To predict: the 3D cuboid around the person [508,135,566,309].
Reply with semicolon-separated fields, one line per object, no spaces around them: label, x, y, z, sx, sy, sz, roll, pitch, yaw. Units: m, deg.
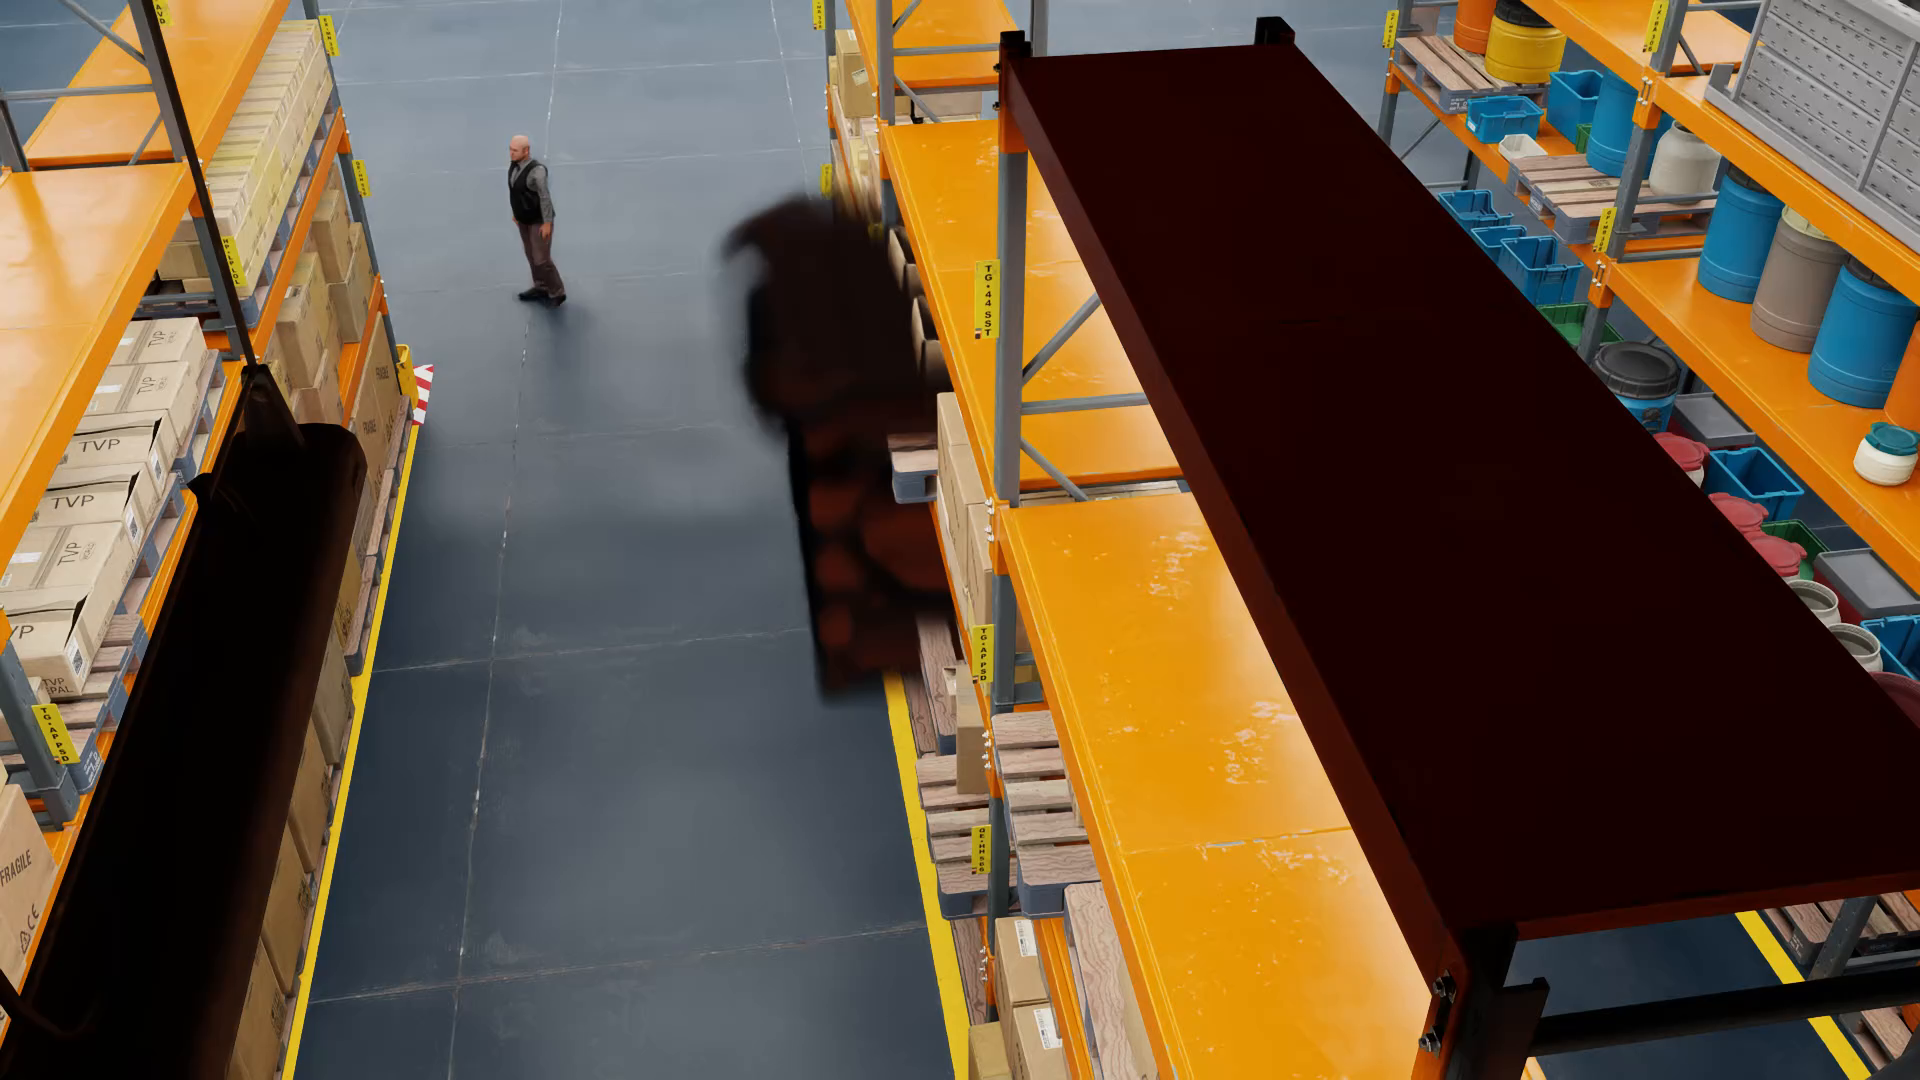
person;-4.188;-3.101;16.296;0.387;1.809;0.606;-27;44;-32
